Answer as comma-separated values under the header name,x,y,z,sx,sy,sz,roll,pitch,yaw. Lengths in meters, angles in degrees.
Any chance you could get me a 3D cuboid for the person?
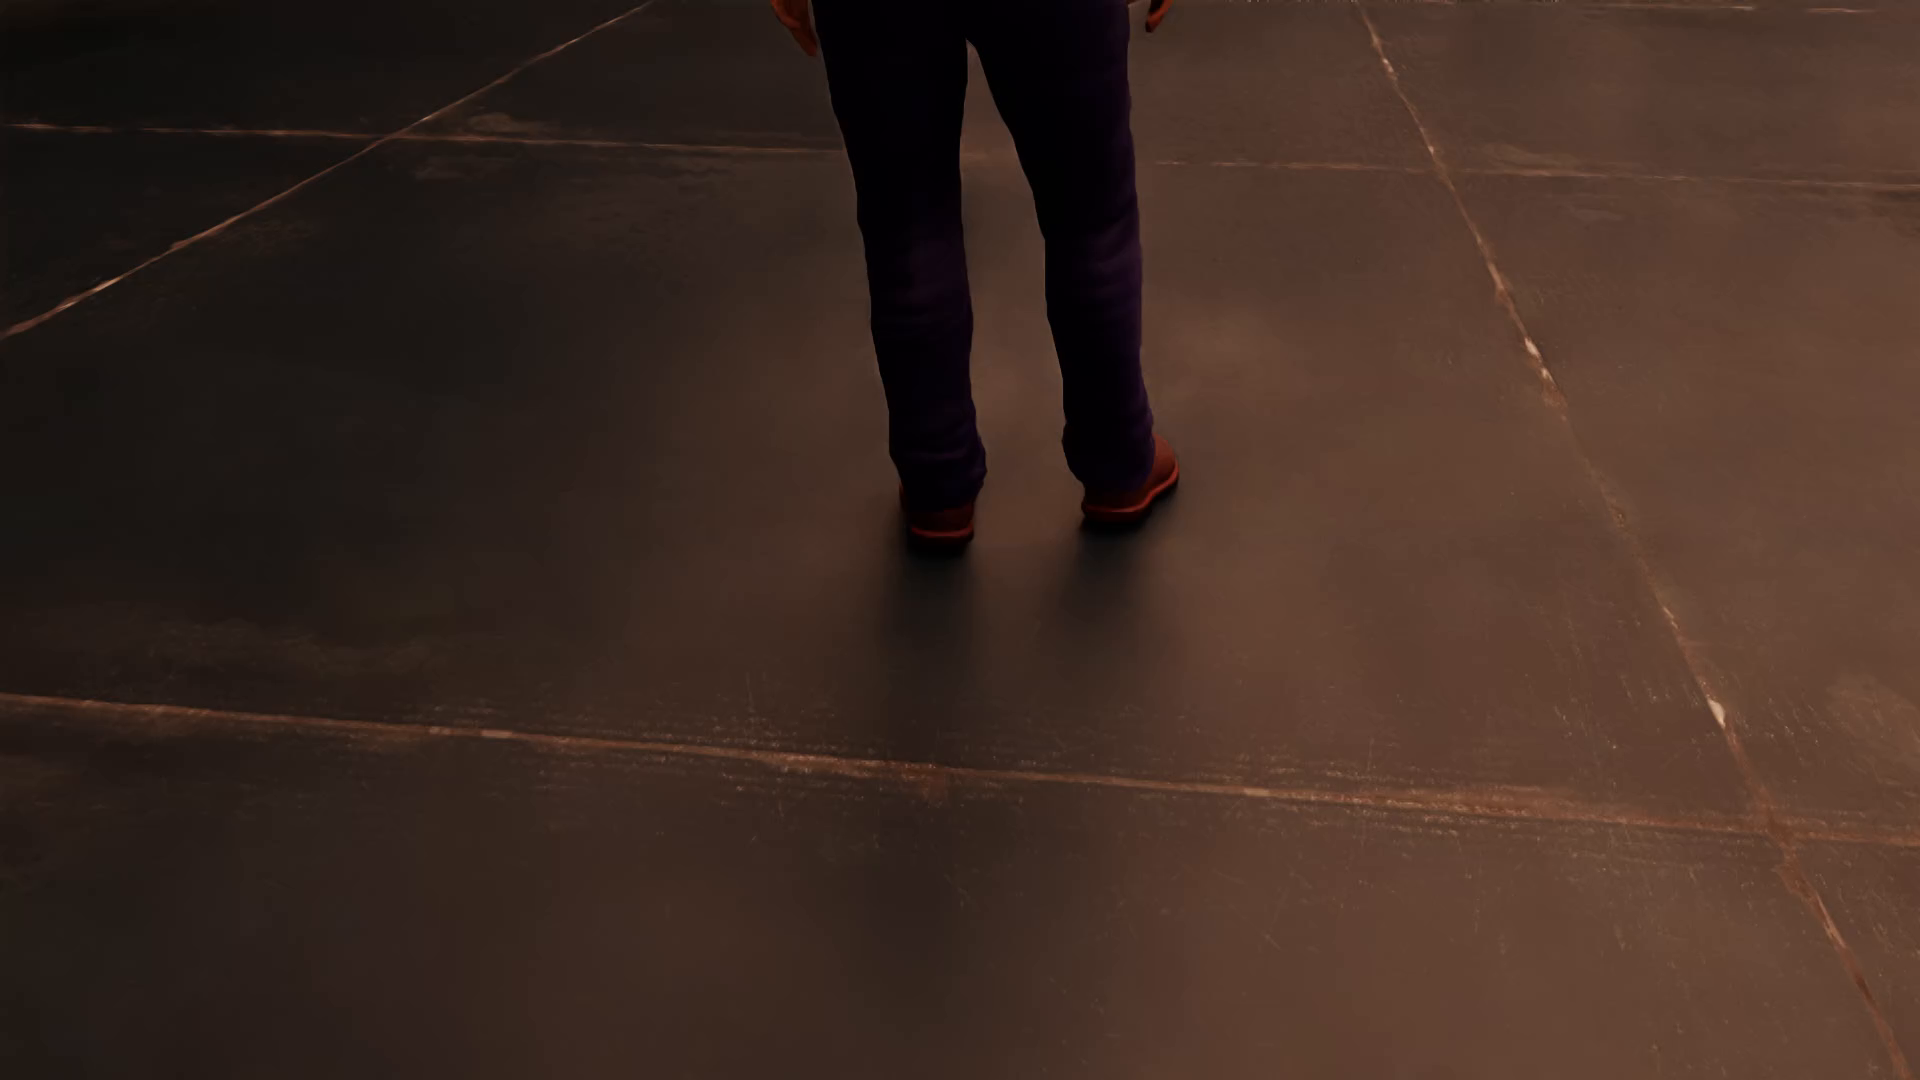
name,x,y,z,sx,sy,sz,roll,pitch,yaw
person,0.034,-0.782,2.206,0.599,1.650,0.502,3,27,7
